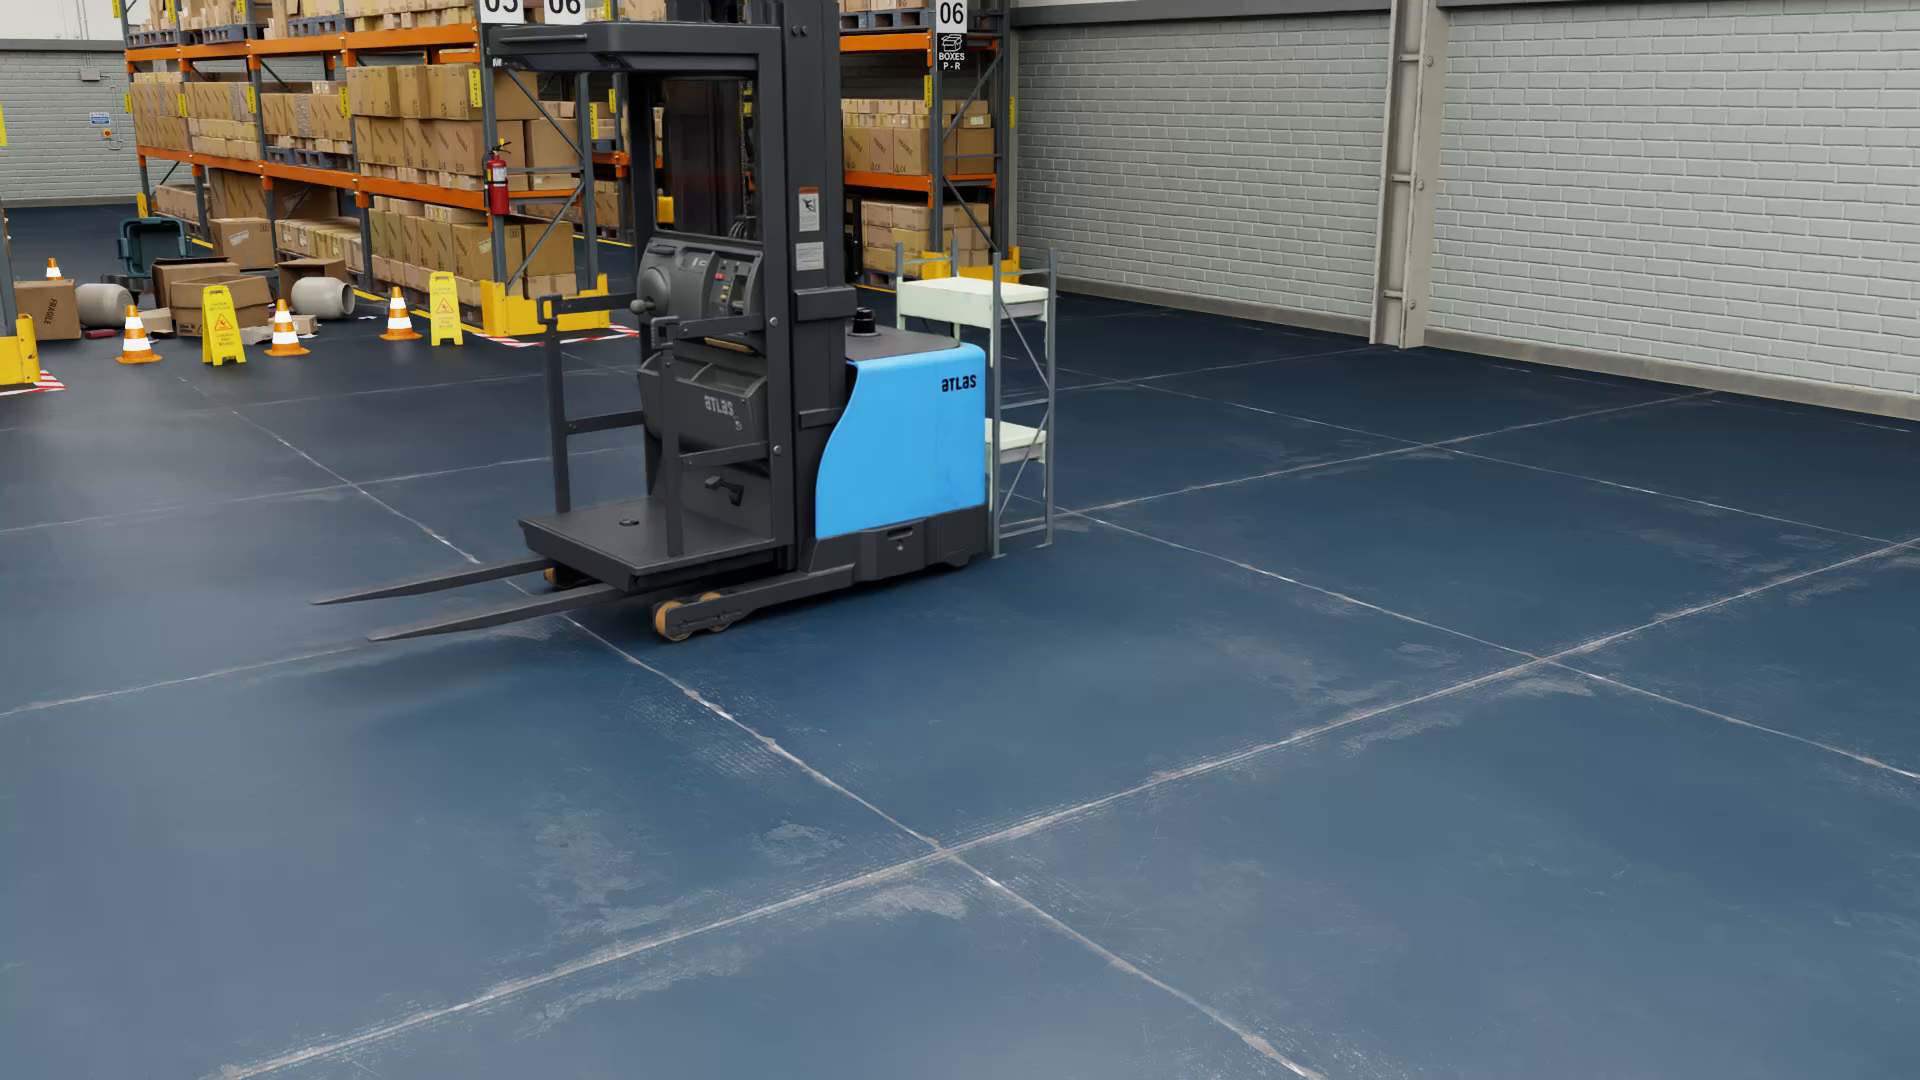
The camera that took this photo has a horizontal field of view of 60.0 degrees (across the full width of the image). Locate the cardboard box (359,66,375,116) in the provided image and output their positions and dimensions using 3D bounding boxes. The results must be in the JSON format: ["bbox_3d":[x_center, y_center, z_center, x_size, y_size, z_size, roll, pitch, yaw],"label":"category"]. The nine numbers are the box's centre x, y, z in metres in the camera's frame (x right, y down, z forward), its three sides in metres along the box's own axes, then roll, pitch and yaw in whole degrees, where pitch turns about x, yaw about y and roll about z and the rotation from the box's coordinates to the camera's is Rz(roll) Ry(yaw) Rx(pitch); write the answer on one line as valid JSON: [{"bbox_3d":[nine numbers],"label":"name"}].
[{"bbox_3d":[-5.889,-4.729,17.527,0.700,0.500,0.500,-11,19,-34],"label":"cardboard box"}]

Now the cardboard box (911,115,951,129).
[{"bbox_3d":[-0.320,-4.604,18.299,0.380,0.149,0.250,-11,19,-34],"label":"cardboard box"}]

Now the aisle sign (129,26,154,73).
[{"bbox_3d":[-13.587,-8.082,27.499,0.394,0.787,0.004,-11,19,-35],"label":"aisle sign"}]

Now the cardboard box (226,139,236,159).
[{"bbox_3d":[-9.710,-5.362,22.768,0.500,0.250,0.500,-11,19,-35],"label":"cardboard box"}]

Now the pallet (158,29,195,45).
[{"bbox_3d":[-11.431,-7.584,25.090,1.003,0.211,1.213,-11,19,-35],"label":"pallet"}]

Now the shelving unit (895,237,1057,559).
[{"bbox_3d":[0.072,-0.738,8.433,0.431,1.500,0.755,-13,20,-39],"label":"shelving unit"}]

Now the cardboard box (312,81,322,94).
[{"bbox_3d":[-7.305,-5.266,19.358,0.380,0.149,0.250,-12,19,-37],"label":"cardboard box"}]

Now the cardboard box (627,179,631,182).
[{"bbox_3d":[-4.994,-5.492,25.671,0.380,0.149,0.250,-11,19,-34],"label":"cardboard box"}]

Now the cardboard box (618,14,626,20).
[{"bbox_3d":[-4.634,-7.384,23.649,0.380,0.166,0.250,-11,19,-35],"label":"cardboard box"}]

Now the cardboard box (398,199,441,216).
[{"bbox_3d":[-5.637,-3.476,17.358,0.380,0.149,0.250,-10,18,-31],"label":"cardboard box"}]

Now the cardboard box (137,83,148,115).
[{"bbox_3d":[-12.949,-7.133,26.871,0.500,0.500,0.500,-11,19,-36],"label":"cardboard box"}]

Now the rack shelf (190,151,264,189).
[{"bbox_3d":[-9.782,-5.230,23.365,1.077,0.370,4.000,-11,19,-35],"label":"rack shelf"}]

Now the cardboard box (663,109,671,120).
[{"bbox_3d":[-3.877,-5.894,23.012,0.380,0.149,0.250,-10,18,-33],"label":"cardboard box"}]

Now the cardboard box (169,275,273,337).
[{"bbox_3d":[-6.983,-2.219,15.732,0.637,0.503,0.797,4,16,13],"label":"cardboard box"}]

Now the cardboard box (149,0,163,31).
[{"bbox_3d":[-12.246,-8.150,25.815,0.500,0.500,0.500,-10,18,-34],"label":"cardboard box"}]

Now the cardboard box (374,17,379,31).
[{"bbox_3d":[-5.926,-5.416,17.477,0.380,0.149,0.250,-11,19,-34],"label":"cardboard box"}]

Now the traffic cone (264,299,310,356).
[{"bbox_3d":[-5.897,-1.865,14.512,0.336,0.463,0.334,-11,19,-35],"label":"traffic cone"}]

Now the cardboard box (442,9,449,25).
[{"bbox_3d":[-4.640,-4.910,15.627,0.380,0.149,0.250,-10,18,-33],"label":"cardboard box"}]

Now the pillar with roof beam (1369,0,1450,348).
[{"bbox_3d":[0.475,-5.445,11.426,9.100,9.000,0.400,-11,19,-35],"label":"pillar with roof beam"}]

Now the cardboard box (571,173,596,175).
[{"bbox_3d":[-6.187,-5.945,27.326,0.380,0.149,0.250,-11,19,-34],"label":"cardboard box"}]

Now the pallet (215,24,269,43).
[{"bbox_3d":[-9.028,-6.635,21.811,1.213,0.211,1.003,-10,18,-32],"label":"pallet"}]

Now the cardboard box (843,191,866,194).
[{"bbox_3d":[-1.486,-4.245,20.921,0.500,0.250,0.500,-11,19,-35],"label":"cardboard box"}]

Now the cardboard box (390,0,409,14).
[{"bbox_3d":[-5.324,-5.352,16.487,0.500,0.250,0.500,-11,19,-34],"label":"cardboard box"}]

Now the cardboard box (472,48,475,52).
[{"bbox_3d":[-8.116,-8.411,28.418,0.380,0.149,0.250,-11,19,-34],"label":"cardboard box"}]

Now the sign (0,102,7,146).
[{"bbox_3d":[-7.395,-3.192,12.767,0.100,0.325,0.005,-11,19,-35],"label":"sign"}]

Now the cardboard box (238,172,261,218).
[{"bbox_3d":[-9.466,-4.679,23.219,0.875,0.875,0.875,-11,19,-34],"label":"cardboard box"}]

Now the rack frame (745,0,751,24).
[{"bbox_3d":[-2.242,-7.960,20.615,1.000,3.000,0.127,-11,19,-35],"label":"rack frame"}]

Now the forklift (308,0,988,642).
[{"bbox_3d":[-1.311,-1.143,7.200,3.031,2.935,1.130,-13,20,-39],"label":"forklift"}]

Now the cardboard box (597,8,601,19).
[{"bbox_3d":[-5.104,-7.731,24.425,0.380,0.149,0.250,-12,19,-36],"label":"cardboard box"}]

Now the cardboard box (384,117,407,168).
[{"bbox_3d":[-5.623,-4.137,17.257,0.500,0.500,0.500,-11,19,-35],"label":"cardboard box"}]

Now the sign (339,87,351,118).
[{"bbox_3d":[-6.701,-4.767,18.118,0.100,0.325,0.005,-11,19,-35],"label":"sign"}]

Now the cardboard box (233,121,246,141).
[{"bbox_3d":[-9.401,-5.491,22.295,0.500,0.250,0.500,-11,19,-36],"label":"cardboard box"}]

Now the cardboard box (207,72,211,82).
[{"bbox_3d":[-11.464,-6.937,24.926,0.380,0.149,0.250,-10,18,-33],"label":"cardboard box"}]

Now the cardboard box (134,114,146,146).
[{"bbox_3d":[-13.260,-6.759,27.400,0.500,0.500,0.500,-11,19,-35],"label":"cardboard box"}]

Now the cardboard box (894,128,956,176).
[{"bbox_3d":[-0.392,-4.325,18.508,0.500,0.500,0.500,-11,19,-36],"label":"cardboard box"}]

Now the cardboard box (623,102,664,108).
[{"bbox_3d":[-4.770,-6.306,24.949,0.500,0.500,0.500,-10,18,-32],"label":"cardboard box"}]

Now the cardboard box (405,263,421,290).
[{"bbox_3d":[-5.489,-2.779,17.460,0.500,0.250,0.500,-11,19,-35],"label":"cardboard box"}]

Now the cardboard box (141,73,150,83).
[{"bbox_3d":[-12.884,-7.411,26.659,0.380,0.149,0.250,-12,19,-36],"label":"cardboard box"}]

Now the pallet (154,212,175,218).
[{"bbox_3d":[-12.777,-5.354,27.740,1.003,0.211,1.213,-11,19,-35],"label":"pallet"}]

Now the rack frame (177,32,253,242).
[{"bbox_3d":[-10.958,-6.004,24.830,1.000,3.000,0.127,-11,19,-35],"label":"rack frame"}]

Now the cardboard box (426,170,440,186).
[{"bbox_3d":[-5.104,-3.629,16.630,0.380,0.149,0.250,-11,19,-35],"label":"cardboard box"}]

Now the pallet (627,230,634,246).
[{"bbox_3d":[-4.141,-4.394,24.231,1.003,0.211,1.213,-11,19,-35],"label":"pallet"}]

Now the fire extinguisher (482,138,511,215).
[{"bbox_3d":[-4.208,-3.308,15.127,0.296,0.674,0.183,-11,19,-35],"label":"fire extinguisher"}]

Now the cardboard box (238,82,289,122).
[{"bbox_3d":[-9.122,-5.750,21.819,0.500,0.500,0.500,-11,19,-36],"label":"cardboard box"}]

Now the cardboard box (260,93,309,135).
[{"bbox_3d":[-8.529,-5.412,21.119,0.500,0.500,0.500,-12,19,-36],"label":"cardboard box"}]

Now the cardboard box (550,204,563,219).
[{"bbox_3d":[-6.232,-5.414,26.616,0.500,0.500,0.500,-12,19,-36],"label":"cardboard box"}]

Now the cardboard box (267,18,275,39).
[{"bbox_3d":[-8.409,-6.384,20.790,0.396,0.266,0.258,-11,19,-35],"label":"cardboard box"}]

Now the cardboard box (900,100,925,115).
[{"bbox_3d":[-0.441,-4.809,18.482,0.380,0.149,0.250,-11,19,-34],"label":"cardboard box"}]

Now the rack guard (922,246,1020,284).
[{"bbox_3d":[0.124,-3.002,18.597,1.175,0.500,0.348,-11,19,-35],"label":"rack guard"}]

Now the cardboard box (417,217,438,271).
[{"bbox_3d":[-5.185,-3.030,16.957,0.500,0.500,0.500,-11,19,-36],"label":"cardboard box"}]

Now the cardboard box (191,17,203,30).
[{"bbox_3d":[-10.497,-7.216,23.224,0.380,0.166,0.250,-12,20,-38],"label":"cardboard box"}]

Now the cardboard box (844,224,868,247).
[{"bbox_3d":[-1.036,-3.601,19.518,0.500,0.250,0.500,-11,19,-36],"label":"cardboard box"}]

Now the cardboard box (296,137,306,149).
[{"bbox_3d":[-7.953,-4.900,20.479,0.380,0.149,0.250,-10,18,-31],"label":"cardboard box"}]
